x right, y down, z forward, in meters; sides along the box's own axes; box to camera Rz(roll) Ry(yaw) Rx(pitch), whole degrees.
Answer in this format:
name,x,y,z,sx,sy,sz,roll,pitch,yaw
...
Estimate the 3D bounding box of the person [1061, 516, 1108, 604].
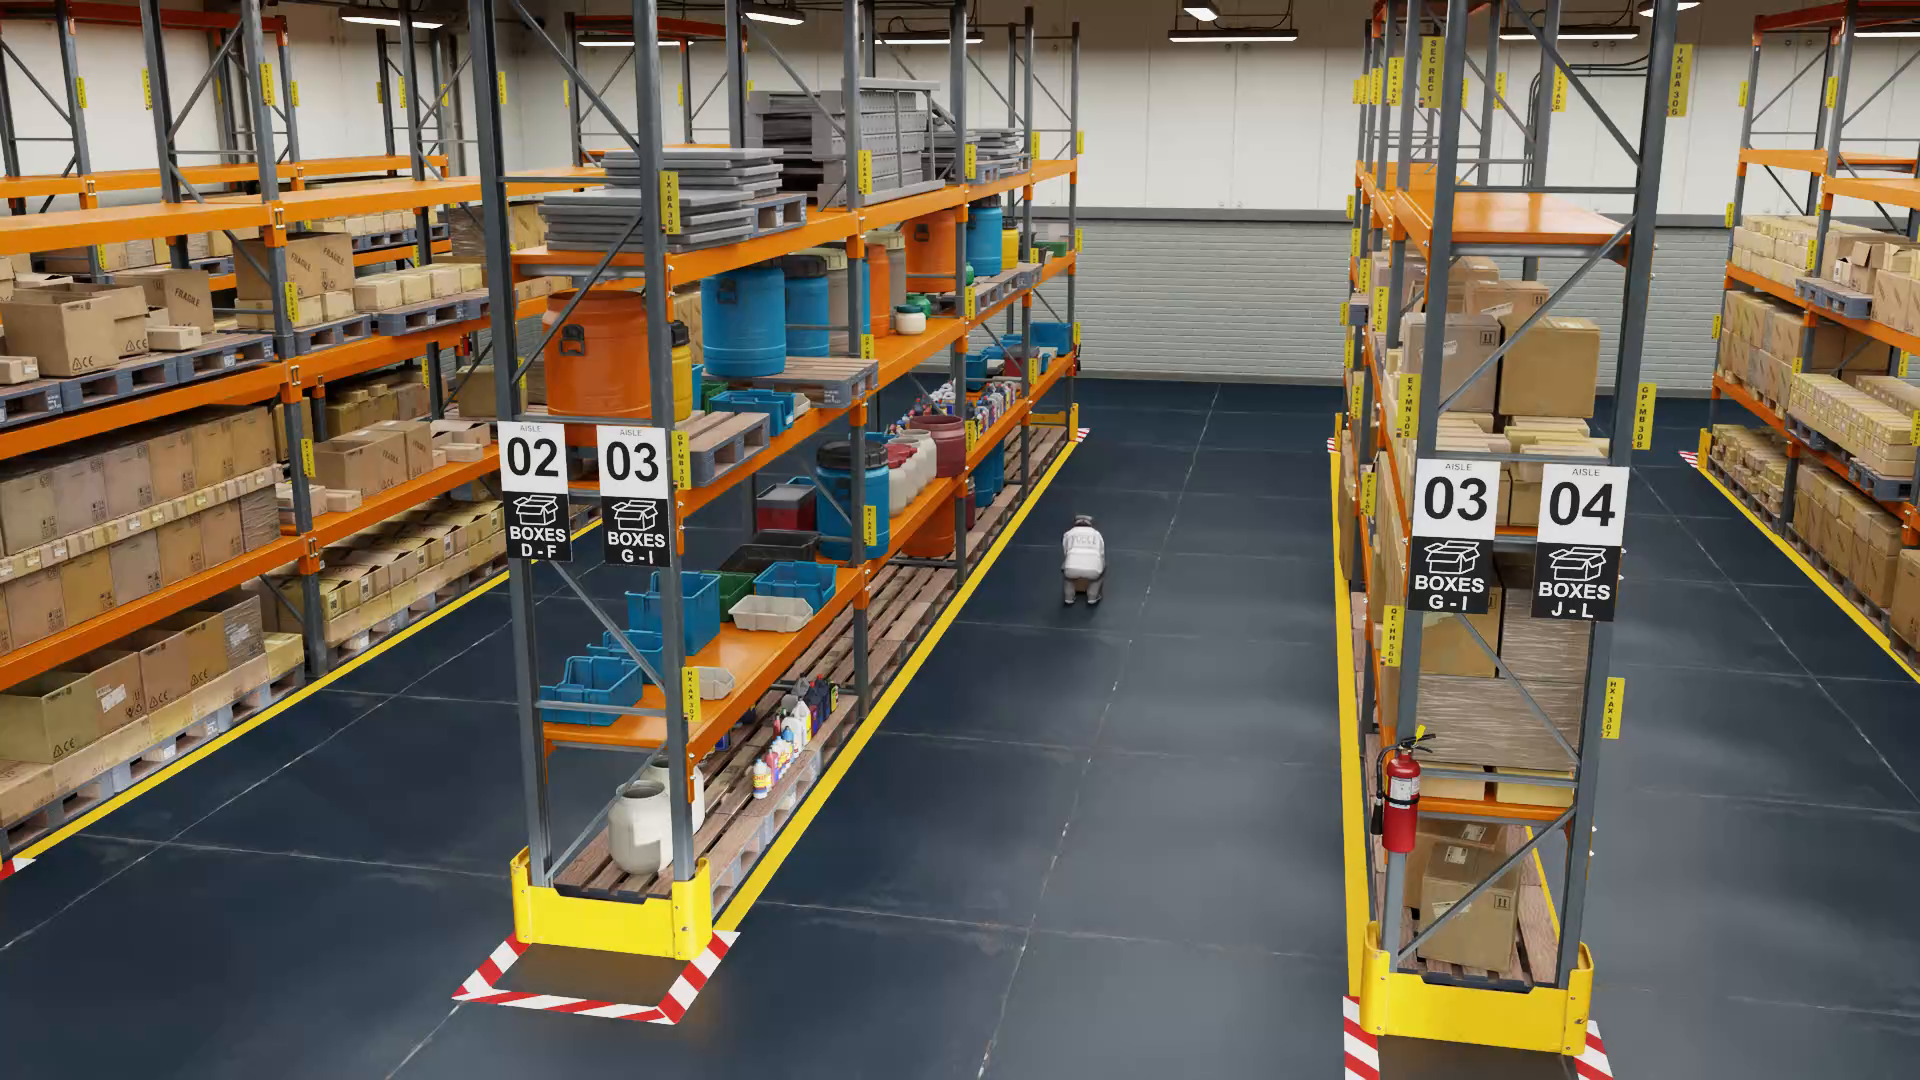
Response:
name,x,y,z,sx,sy,sz,roll,pitch,yaw
person,1.263,0.227,16.959,0.471,0.846,0.883,3,15,11
